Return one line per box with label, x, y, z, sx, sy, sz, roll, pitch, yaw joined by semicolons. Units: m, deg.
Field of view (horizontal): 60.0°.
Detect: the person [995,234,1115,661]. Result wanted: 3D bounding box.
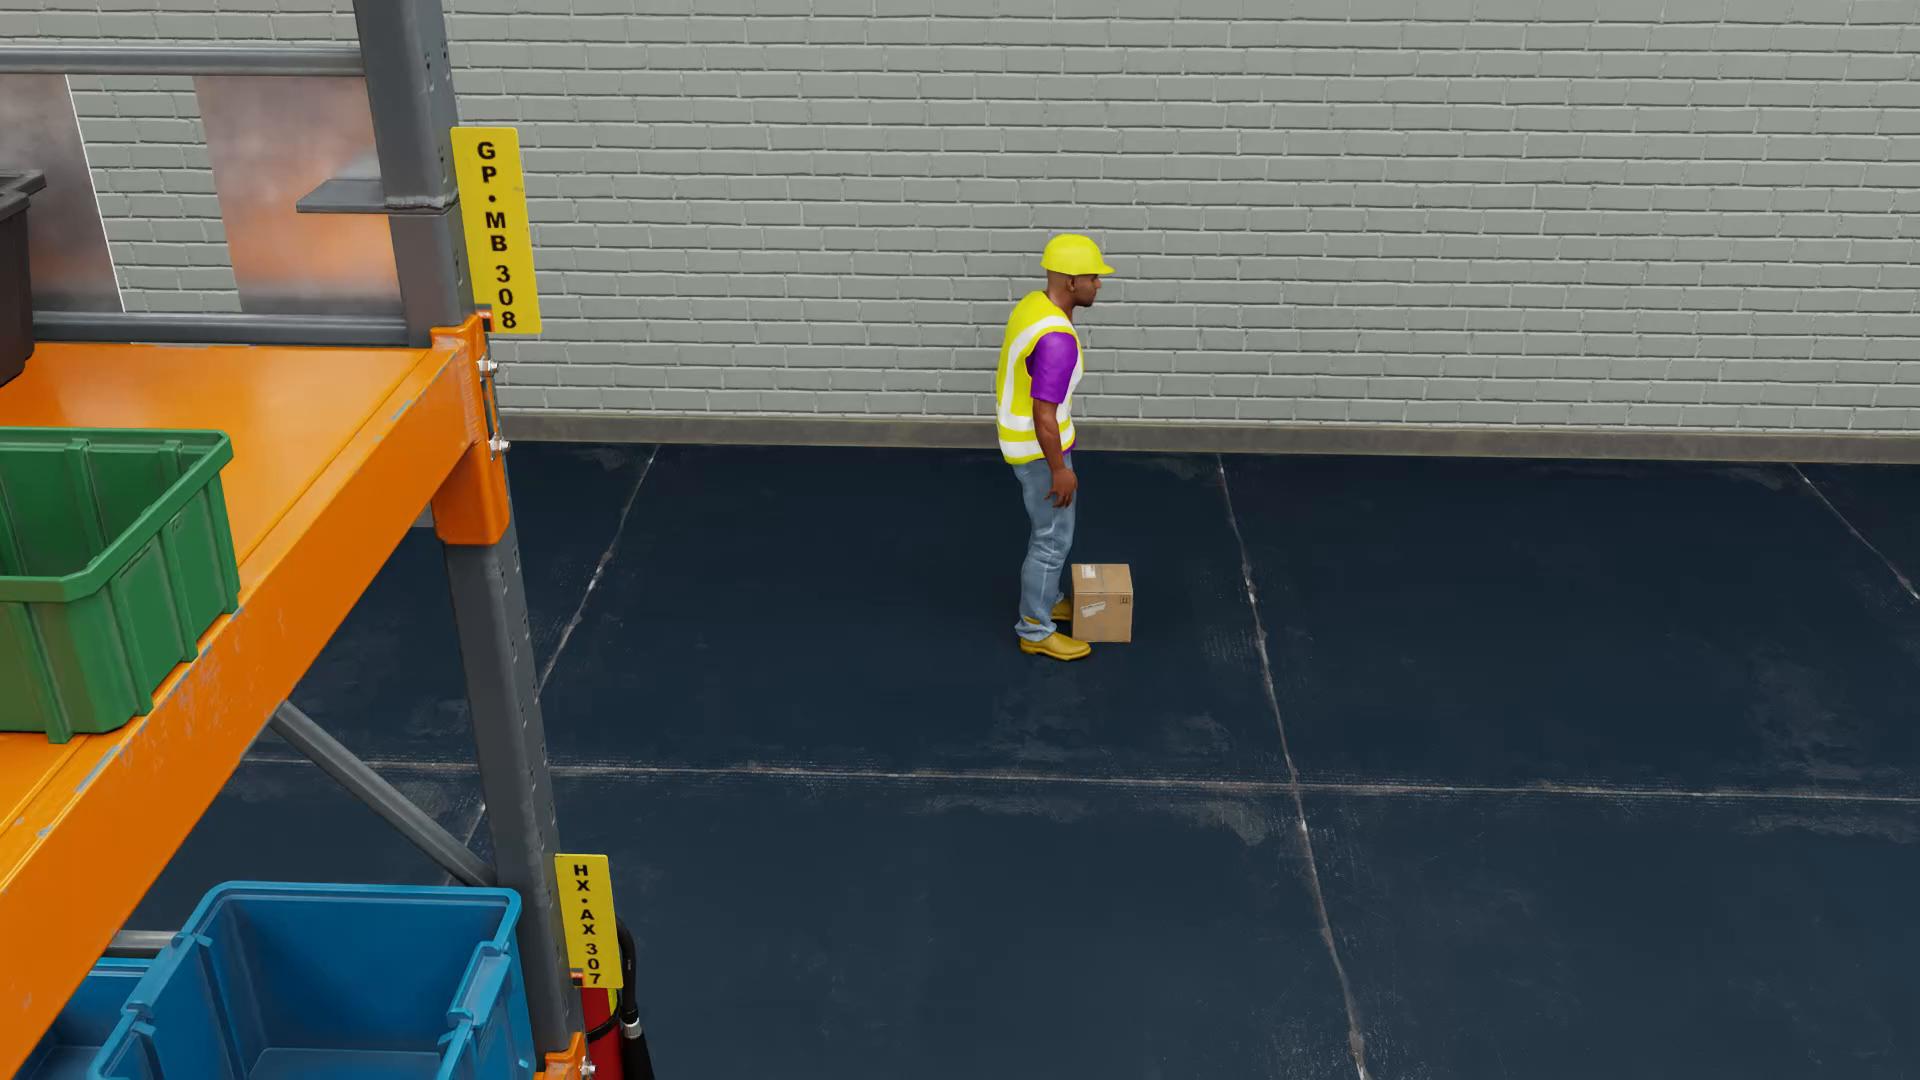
person;0.377;-0.397;6.856;0.462;1.759;0.632;-1;28;-1
